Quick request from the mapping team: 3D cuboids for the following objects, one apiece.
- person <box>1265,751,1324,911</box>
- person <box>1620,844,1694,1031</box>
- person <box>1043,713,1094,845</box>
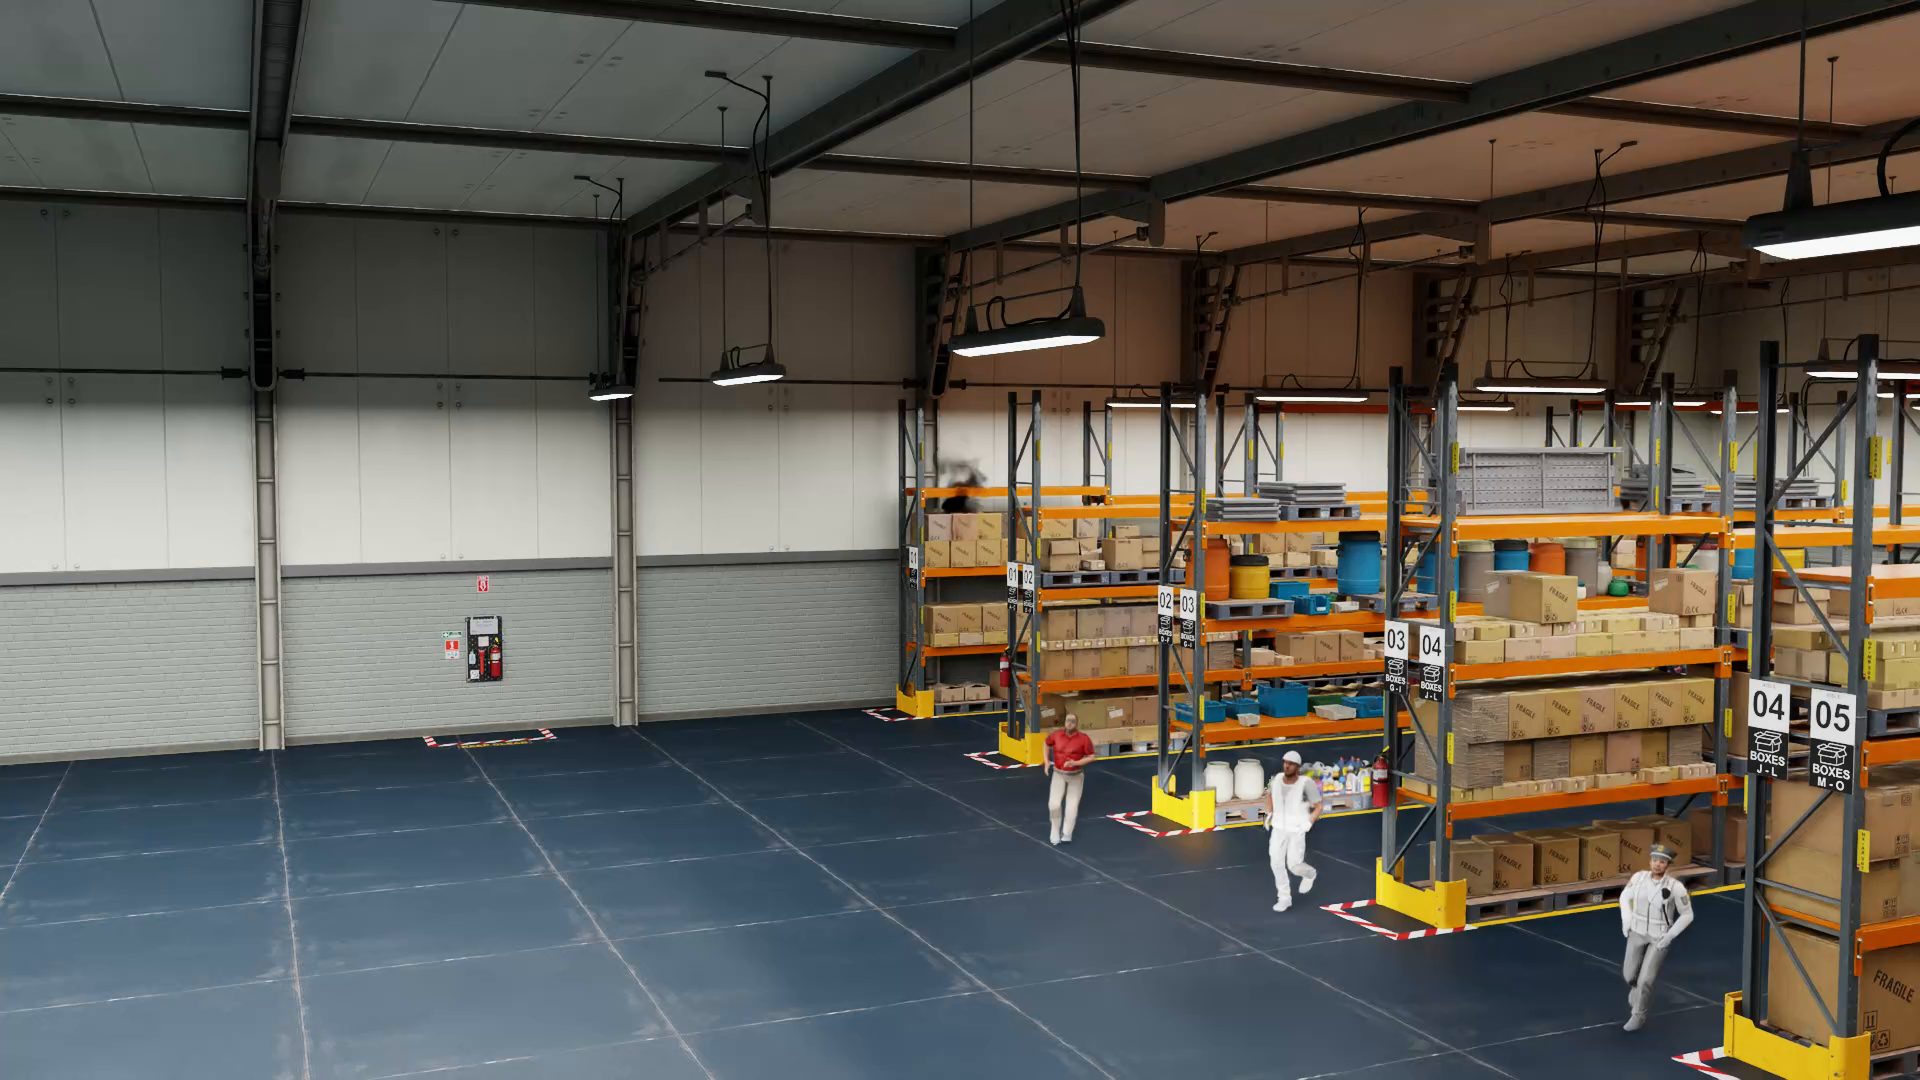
[{"bbox_3d":[3.715,3.208,18.529,0.697,1.741,0.736,3,4,38],"label":"person"},{"bbox_3d":[6.146,3.494,14.701,0.644,1.675,0.534,3,4,37],"label":"person"},{"bbox_3d":[1.386,3.068,21.349,0.678,1.700,0.607,0,3,7],"label":"person"}]
